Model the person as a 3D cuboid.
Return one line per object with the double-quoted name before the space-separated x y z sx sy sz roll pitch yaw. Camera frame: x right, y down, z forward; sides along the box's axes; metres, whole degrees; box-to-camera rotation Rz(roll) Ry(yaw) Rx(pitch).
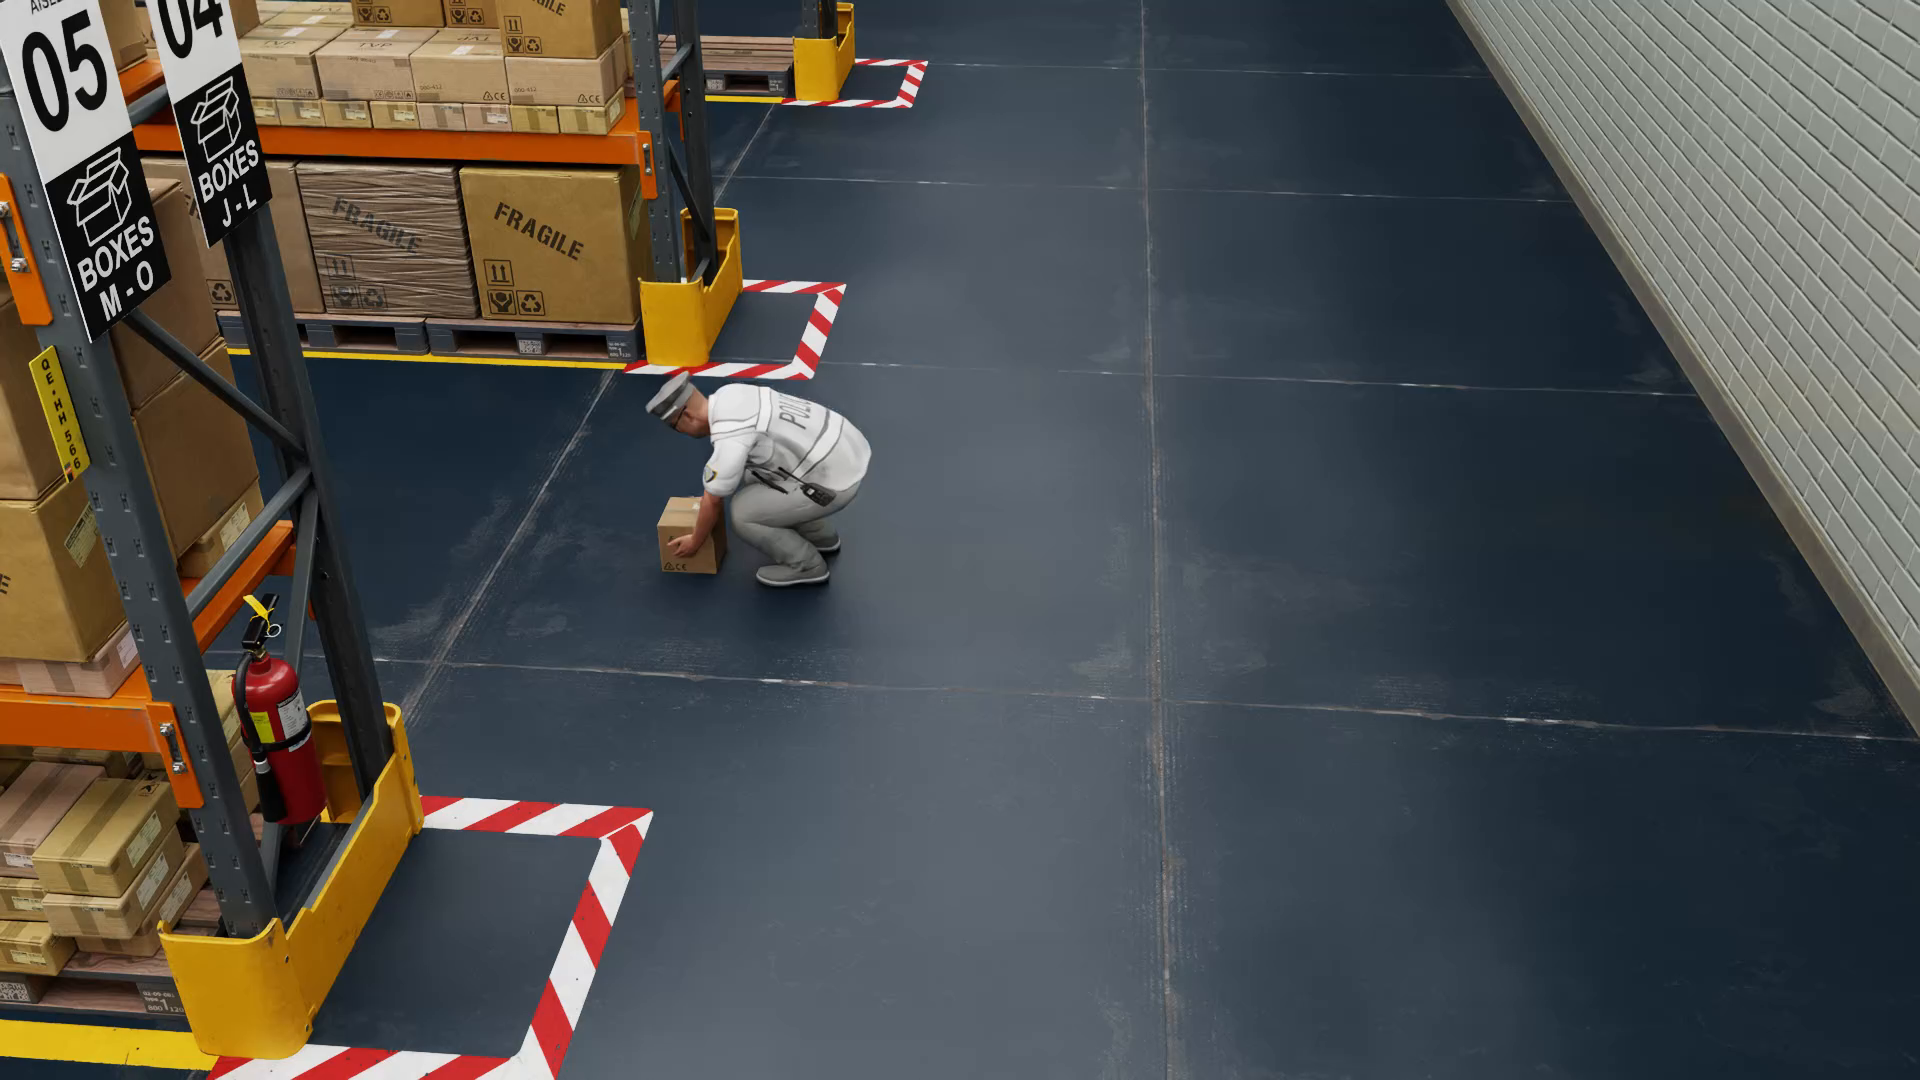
"person" -0.876 -0.296 7.354 0.951 0.973 0.563 2 32 4
